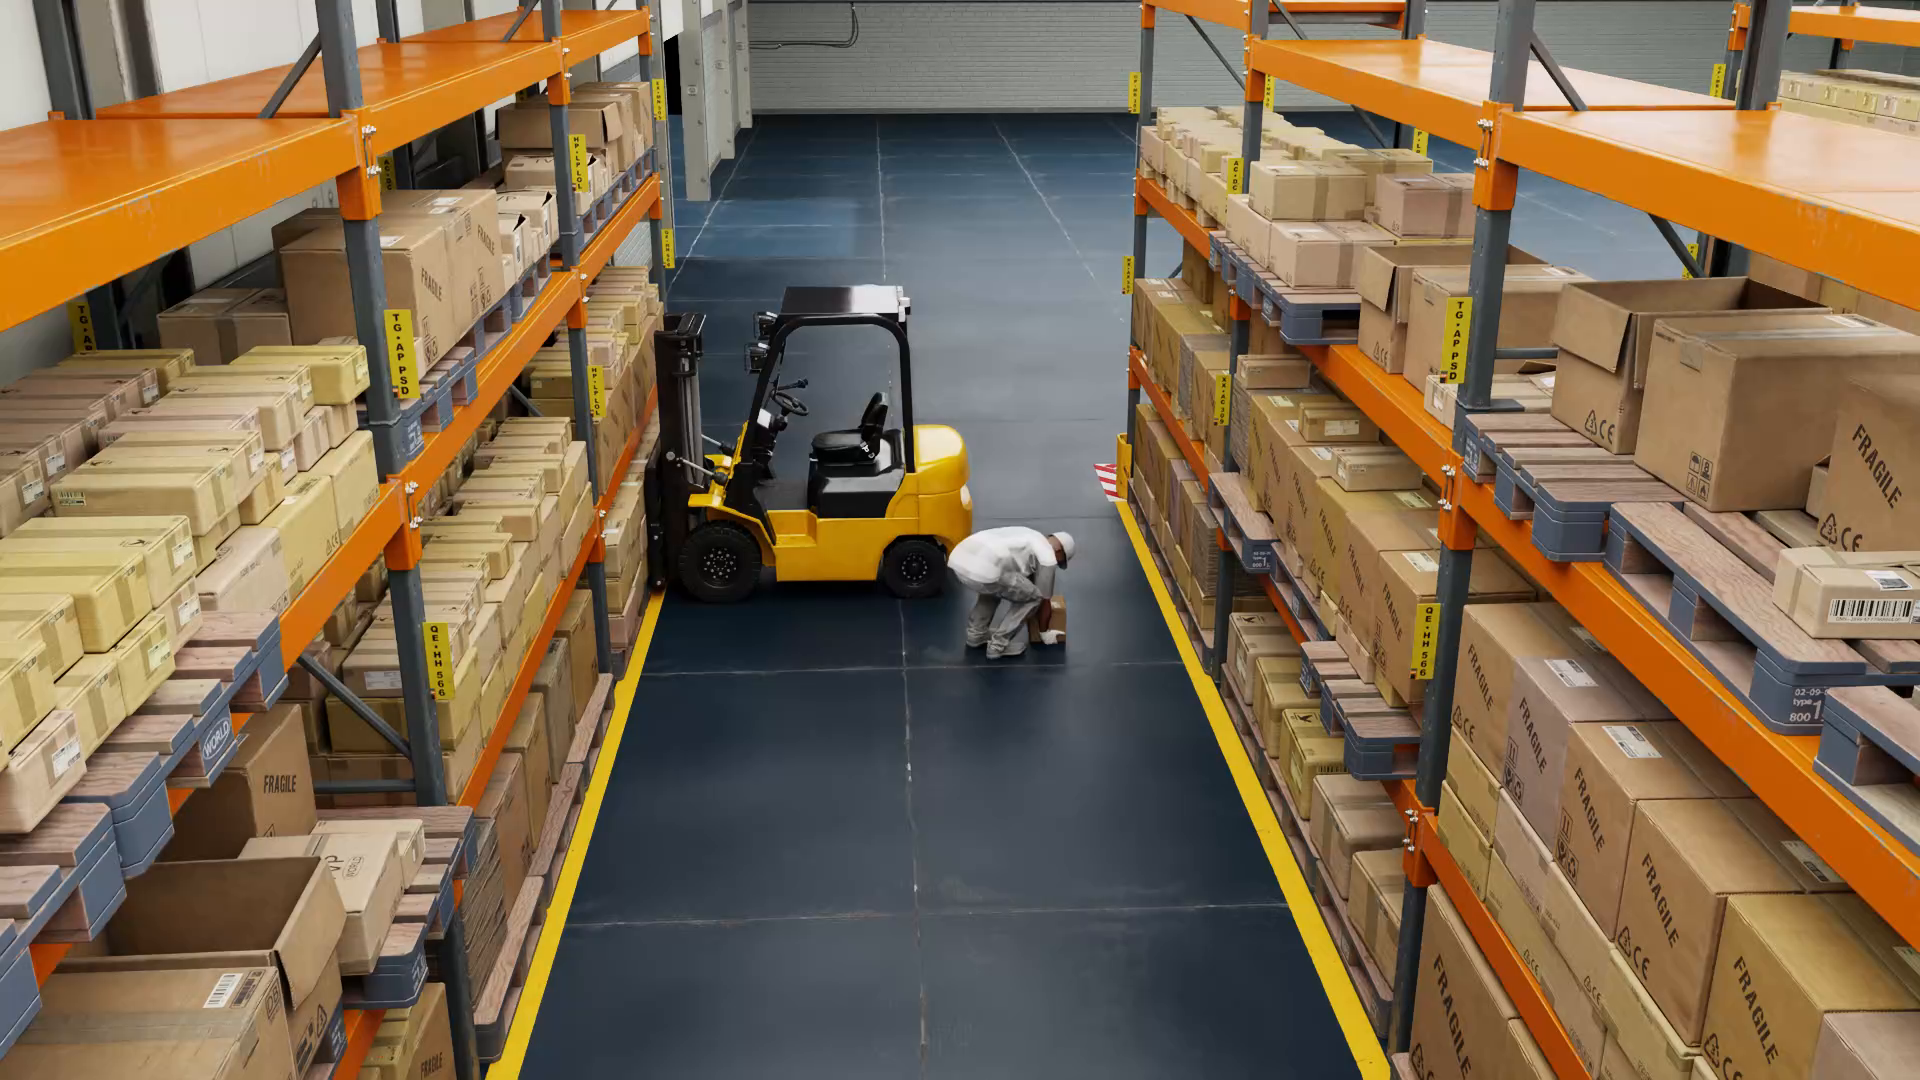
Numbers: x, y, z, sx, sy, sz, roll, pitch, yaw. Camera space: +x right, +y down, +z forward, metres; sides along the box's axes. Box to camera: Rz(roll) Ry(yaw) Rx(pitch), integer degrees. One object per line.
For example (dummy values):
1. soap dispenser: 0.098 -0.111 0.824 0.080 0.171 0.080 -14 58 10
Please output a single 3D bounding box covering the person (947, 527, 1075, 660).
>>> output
1. person: 0.380 0.324 11.523 0.992 0.885 0.528 -13 24 -32
